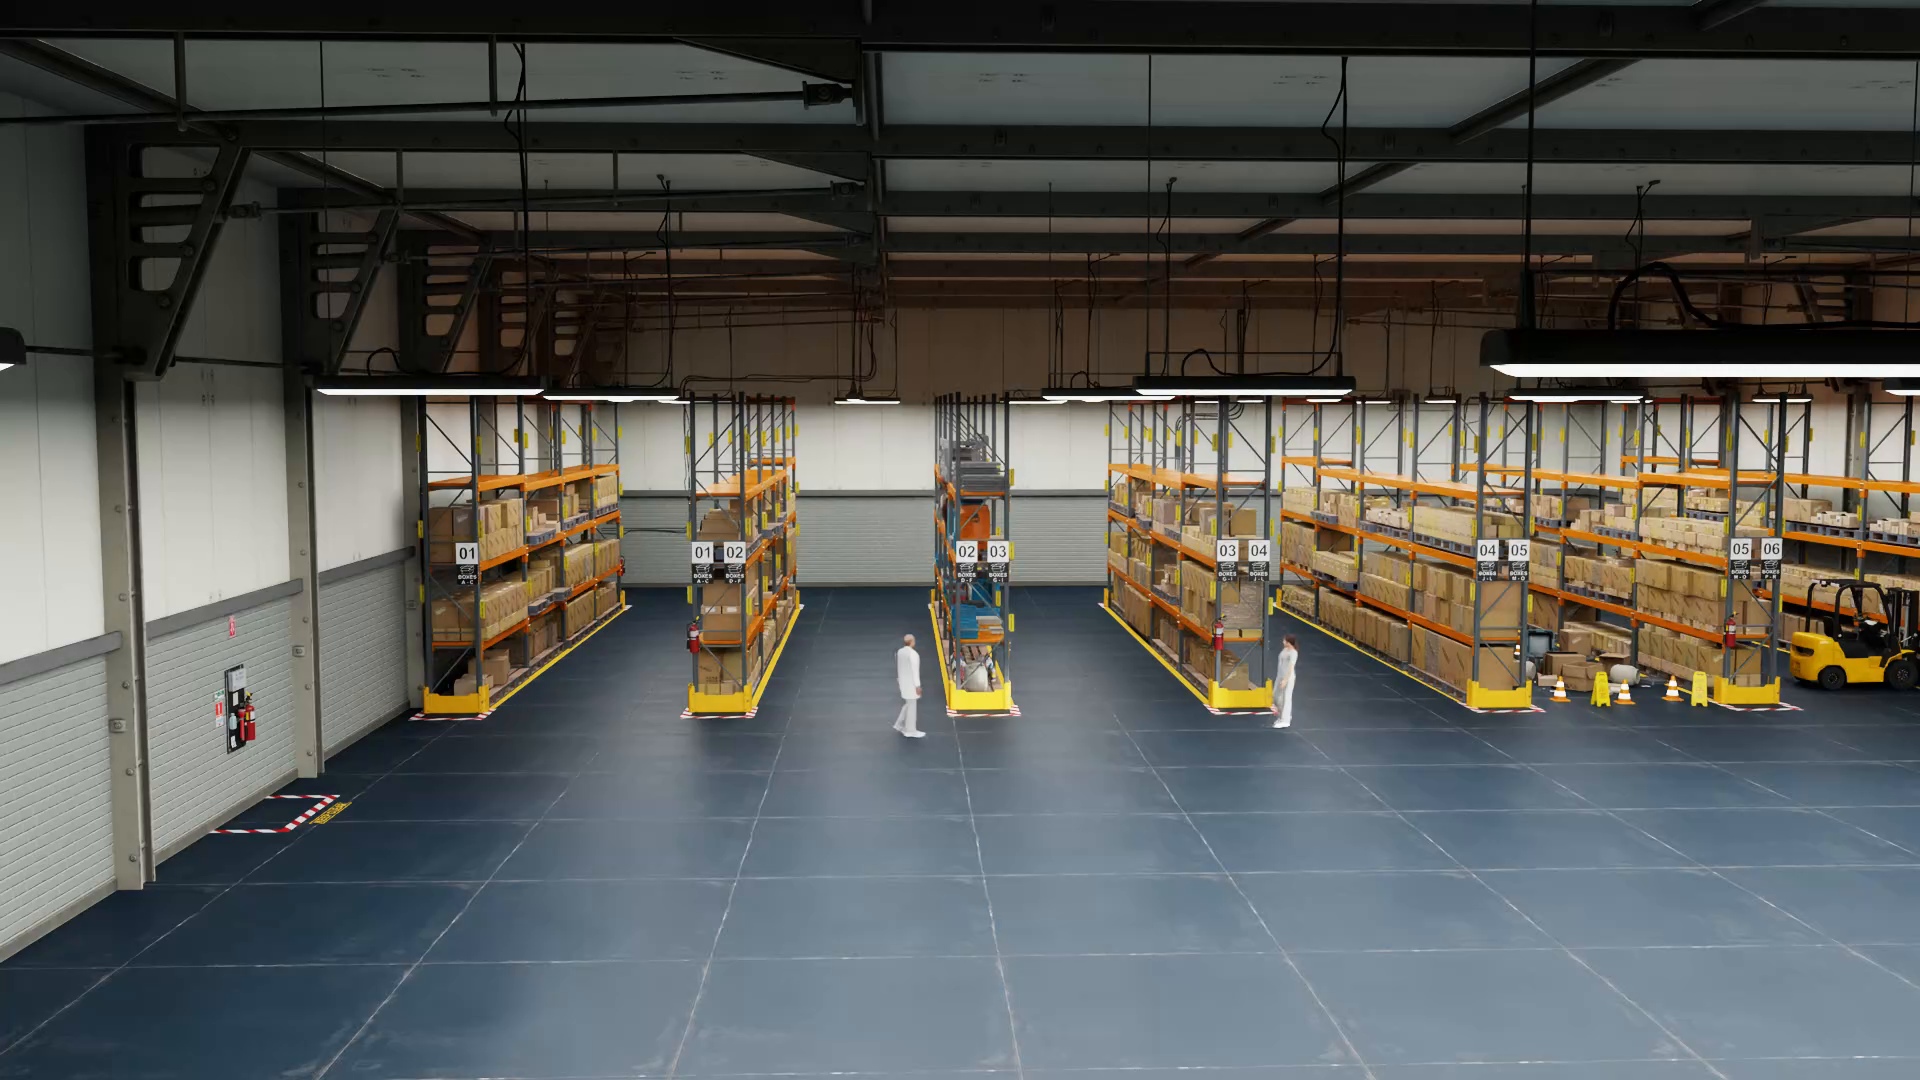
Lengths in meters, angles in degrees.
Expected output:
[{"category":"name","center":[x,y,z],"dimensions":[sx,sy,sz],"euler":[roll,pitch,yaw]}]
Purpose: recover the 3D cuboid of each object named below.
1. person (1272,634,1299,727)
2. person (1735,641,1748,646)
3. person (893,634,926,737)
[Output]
[{"category":"person","center":[5.792,2.515,29.780],"dimensions":[0.479,1.701,0.553],"euler":[-2,5,-23]},{"category":"person","center":[17.034,1.985,36.452],"dimensions":[0.658,1.638,0.466],"euler":[4,6,42]},{"category":"person","center":[-0.852,2.540,28.930],"dimensions":[0.420,1.817,0.687],"euler":[-2,5,-25]}]
